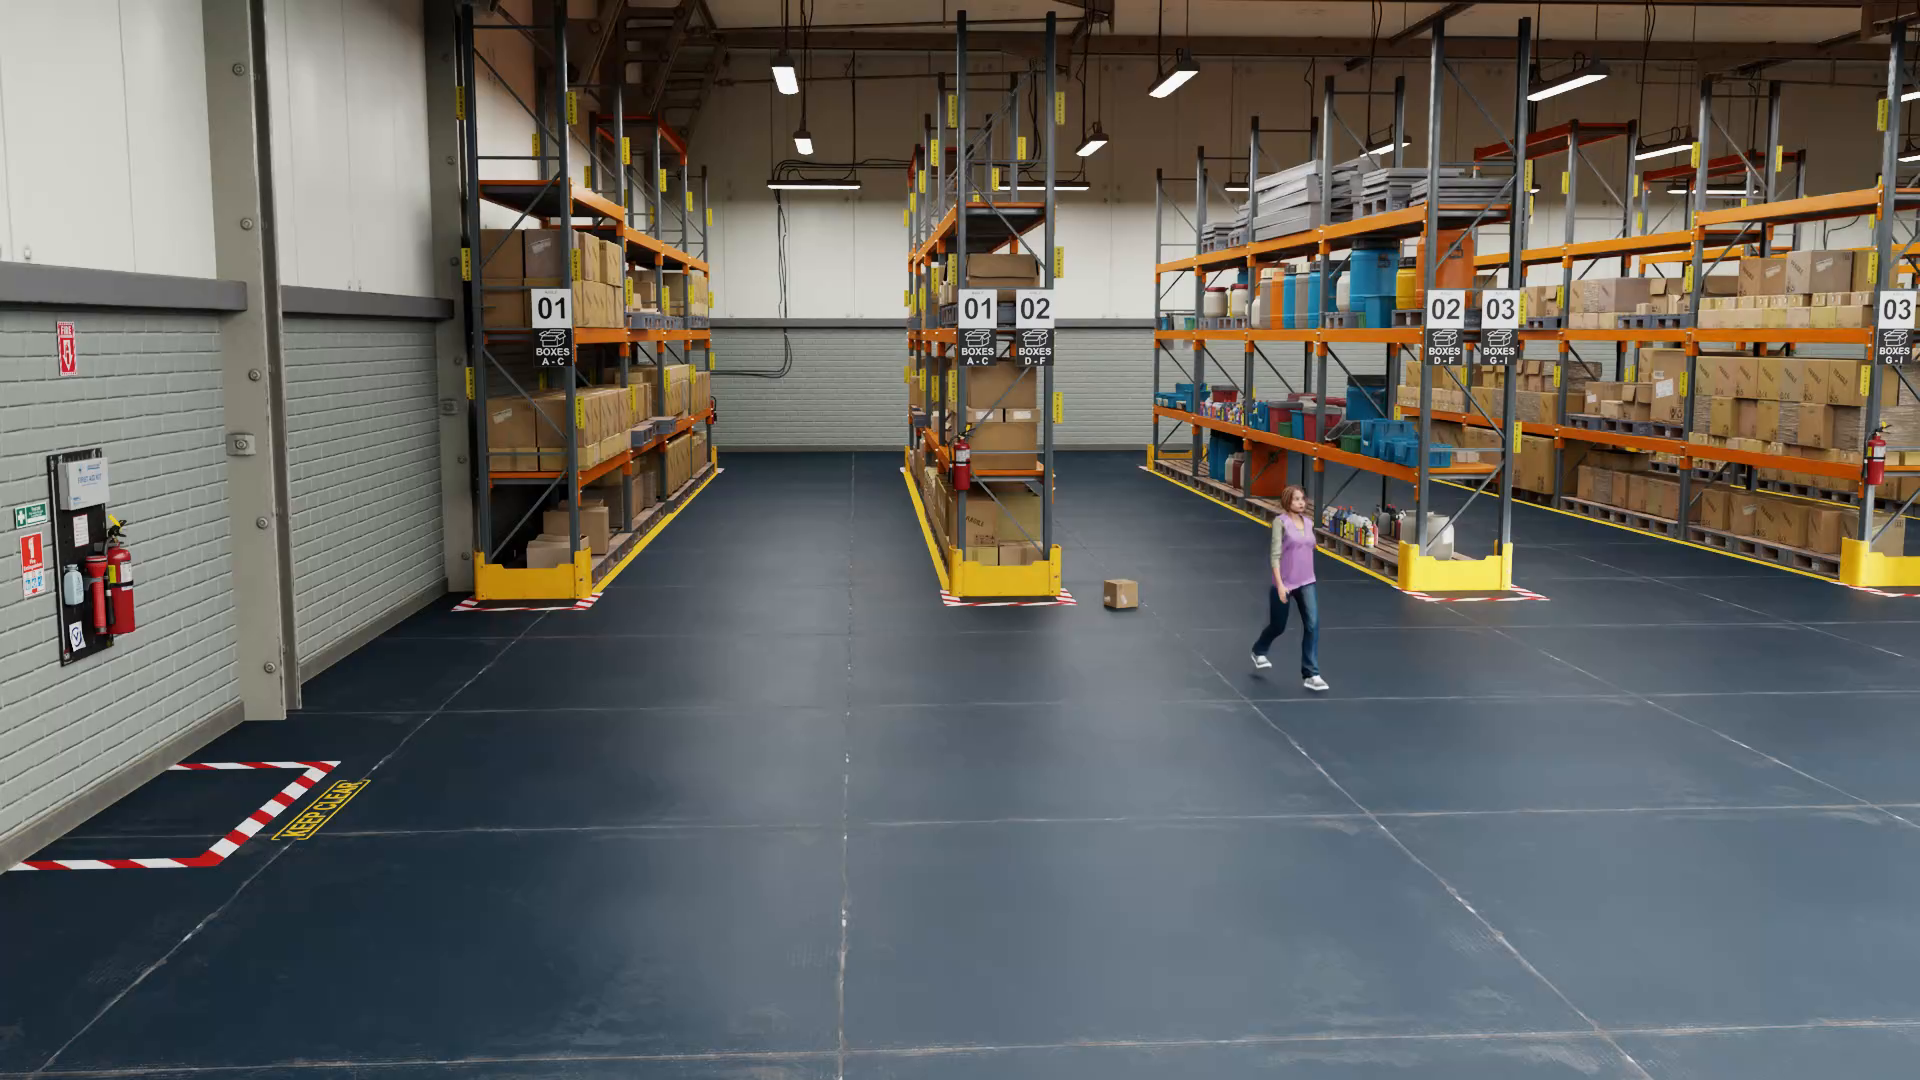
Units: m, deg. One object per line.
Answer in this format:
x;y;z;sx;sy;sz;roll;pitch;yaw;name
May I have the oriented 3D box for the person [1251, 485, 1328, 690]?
2.578;0.344;12.995;0.412;1.551;0.896;-2;7;-19;person
